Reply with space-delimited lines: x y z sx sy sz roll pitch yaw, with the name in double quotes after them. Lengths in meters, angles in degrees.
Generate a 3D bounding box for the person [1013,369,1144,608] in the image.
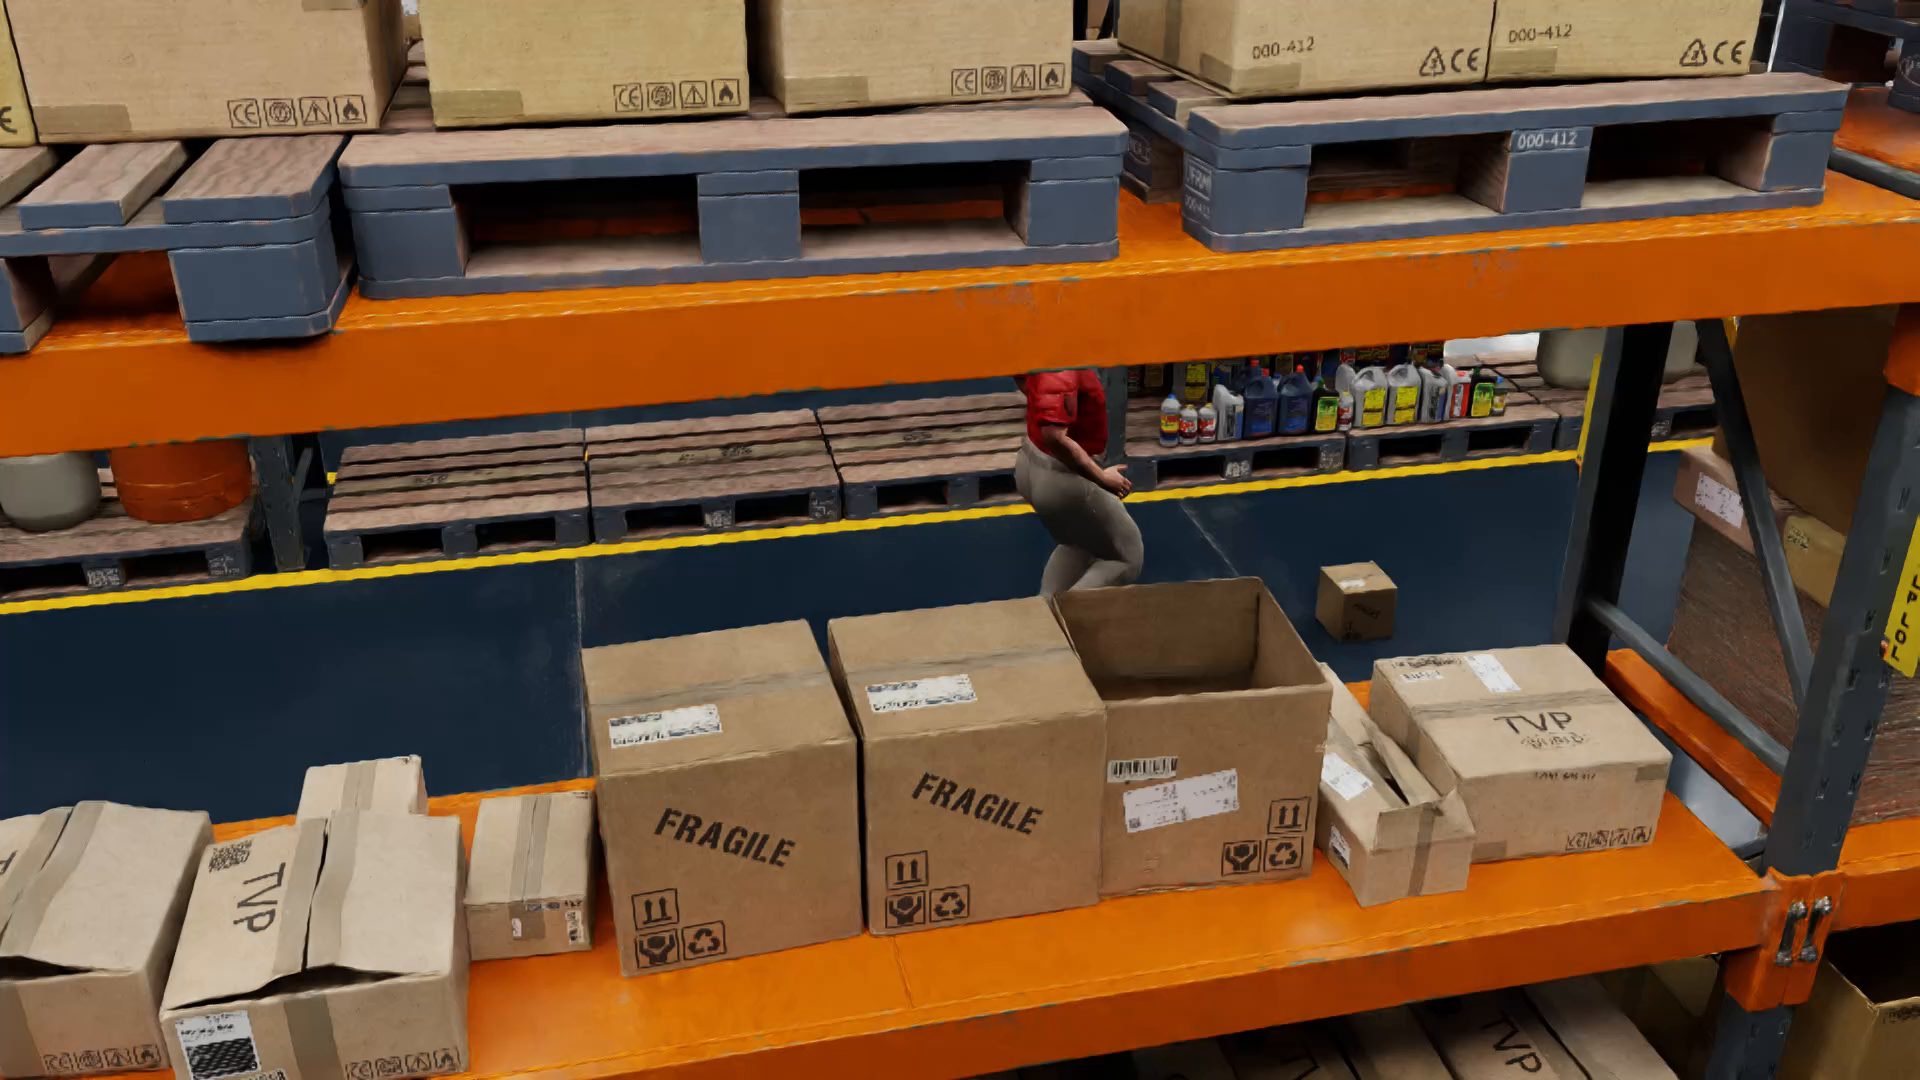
0.446 -0.265 6.712 0.508 1.696 0.717 -9 28 -17 "person"
